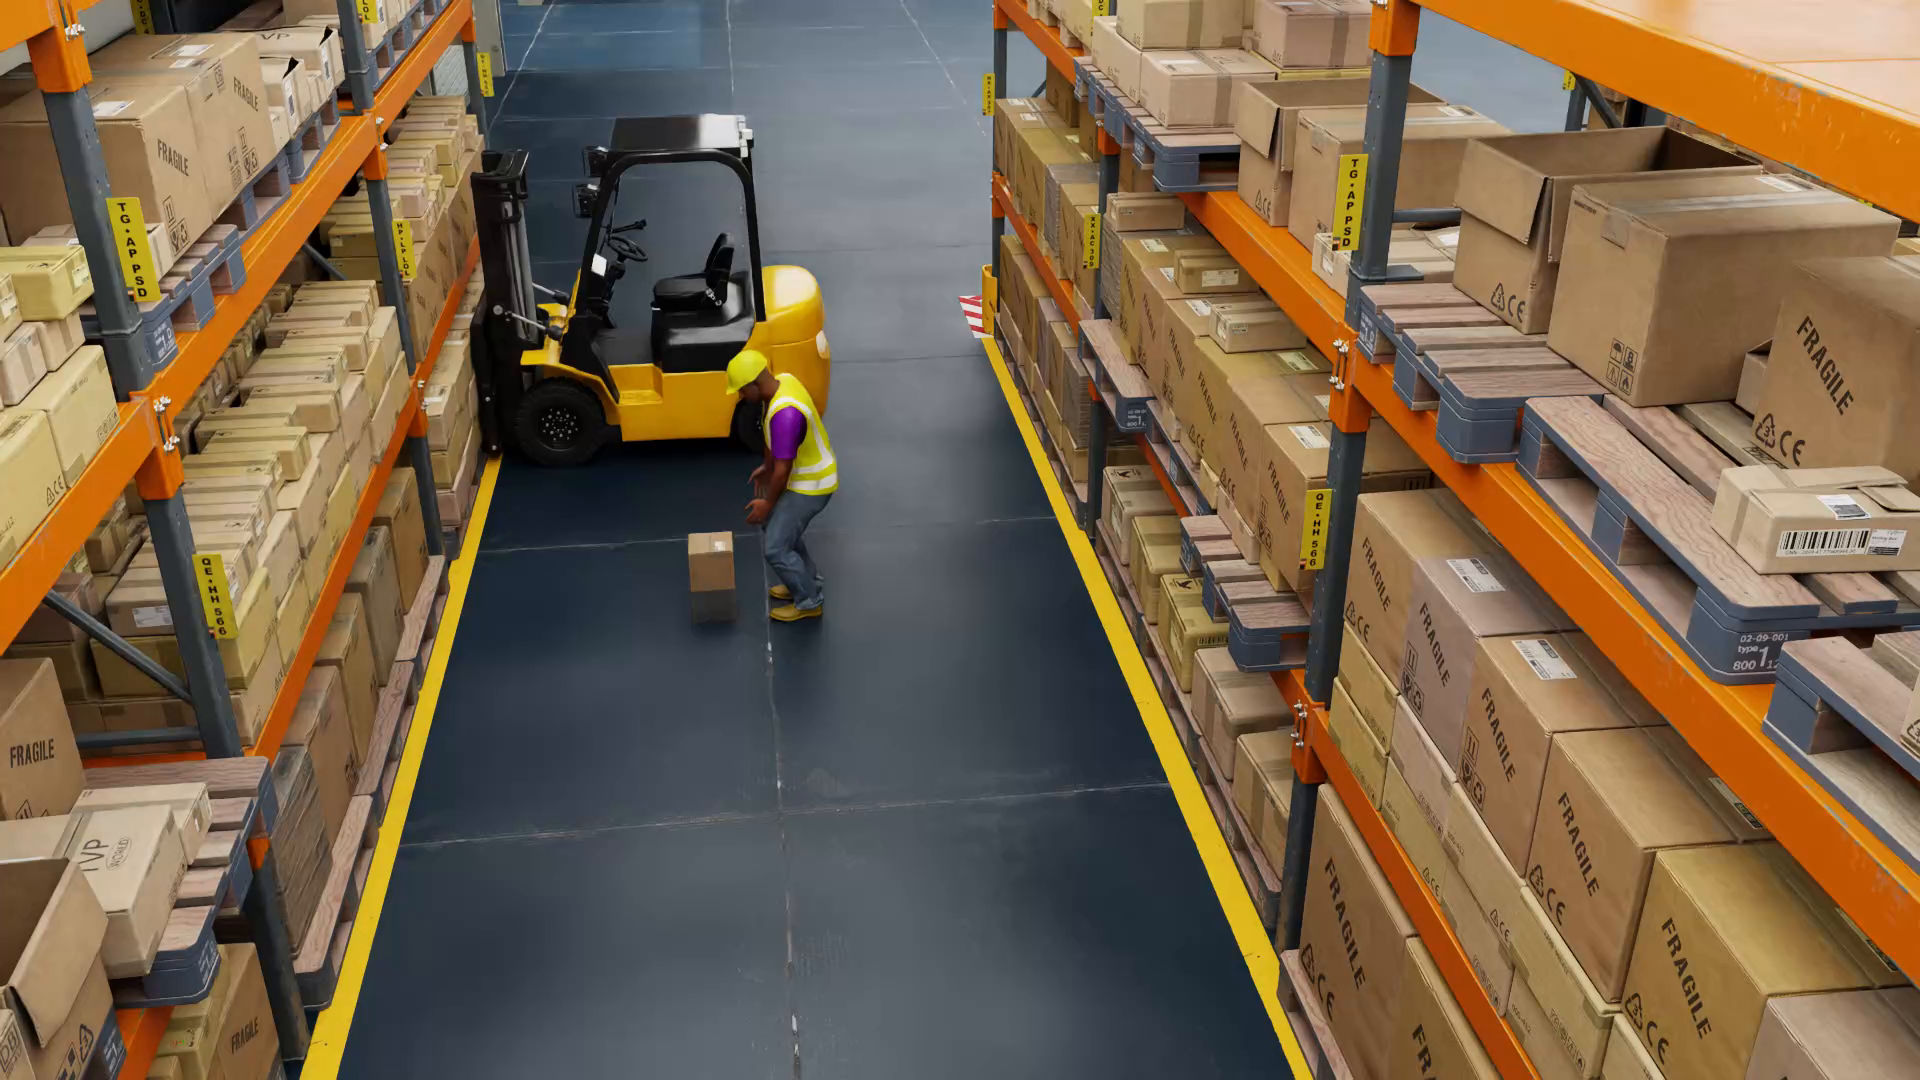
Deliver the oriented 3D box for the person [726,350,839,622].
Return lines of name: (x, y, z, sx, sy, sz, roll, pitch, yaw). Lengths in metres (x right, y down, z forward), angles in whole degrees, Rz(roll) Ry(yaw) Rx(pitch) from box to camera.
person: (-0.983, -0.315, 9.381, 0.599, 1.613, 0.616, -3, 27, -6)
